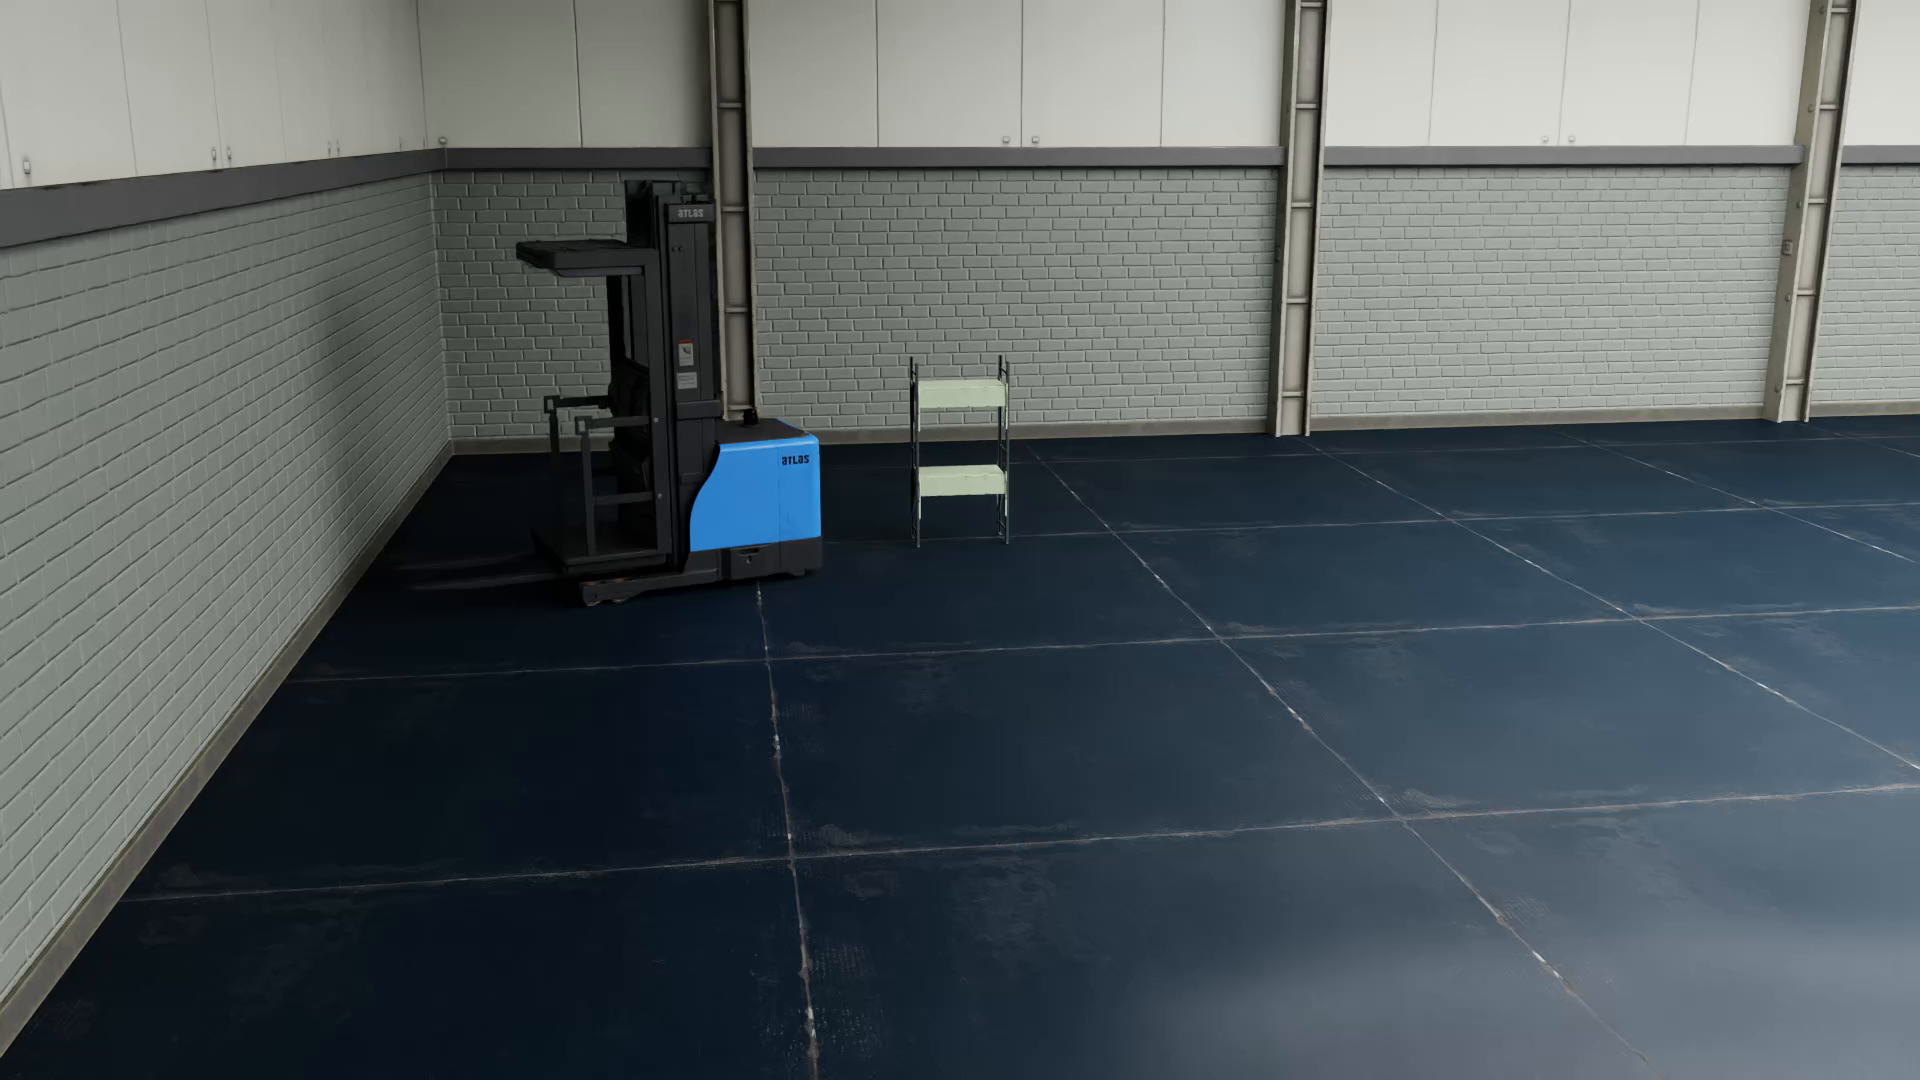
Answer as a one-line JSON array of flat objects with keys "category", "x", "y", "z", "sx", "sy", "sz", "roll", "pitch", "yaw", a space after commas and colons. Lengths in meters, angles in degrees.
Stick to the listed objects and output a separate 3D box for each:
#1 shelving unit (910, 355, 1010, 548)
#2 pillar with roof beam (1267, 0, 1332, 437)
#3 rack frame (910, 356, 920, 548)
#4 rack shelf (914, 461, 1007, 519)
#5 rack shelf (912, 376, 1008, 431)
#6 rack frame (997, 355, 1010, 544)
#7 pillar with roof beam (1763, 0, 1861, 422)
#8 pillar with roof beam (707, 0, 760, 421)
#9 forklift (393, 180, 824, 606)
[{"category": "shelving unit", "x": -0.007, "y": -0.727, "z": 13.538, "sx": 0.755, "sy": 1.500, "sz": 0.431, "roll": -2, "pitch": 14, "yaw": -8}, {"category": "pillar with roof beam", "x": 4.273, "y": -4.507, "z": 13.193, "sx": 0.400, "sy": 9.000, "sz": 9.100, "roll": -2, "pitch": 14, "yaw": -8}, {"category": "rack frame", "x": -0.369, "y": -0.714, "z": 13.486, "sx": 0.023, "sy": 1.500, "sz": 0.400, "roll": -2, "pitch": 14, "yaw": -8}, {"category": "rack shelf", "x": -0.007, "y": -0.411, "z": 13.618, "sx": 0.720, "sy": 0.370, "sz": 0.431, "roll": -2, "pitch": 14, "yaw": -8}, {"category": "rack shelf", "x": -0.007, "y": -1.106, "z": 13.443, "sx": 0.720, "sy": 0.370, "sz": 0.431, "roll": -2, "pitch": 14, "yaw": -8}, {"category": "rack frame", "x": 0.355, "y": -0.740, "z": 13.591, "sx": 0.023, "sy": 1.500, "sz": 0.400, "roll": -2, "pitch": 14, "yaw": -8}, {"category": "pillar with roof beam", "x": 10.206, "y": -4.724, "z": 14.060, "sx": 0.400, "sy": 9.000, "sz": 9.100, "roll": -2, "pitch": 14, "yaw": -8}, {"category": "pillar with roof beam", "x": -1.661, "y": -4.289, "z": 12.326, "sx": 0.400, "sy": 9.000, "sz": 9.100, "roll": -2, "pitch": 14, "yaw": -8}, {"category": "forklift", "x": -2.594, "y": -1.099, "z": 12.078, "sx": 3.031, "sy": 2.935, "sz": 1.130, "roll": -7, "pitch": 16, "yaw": -25}]
